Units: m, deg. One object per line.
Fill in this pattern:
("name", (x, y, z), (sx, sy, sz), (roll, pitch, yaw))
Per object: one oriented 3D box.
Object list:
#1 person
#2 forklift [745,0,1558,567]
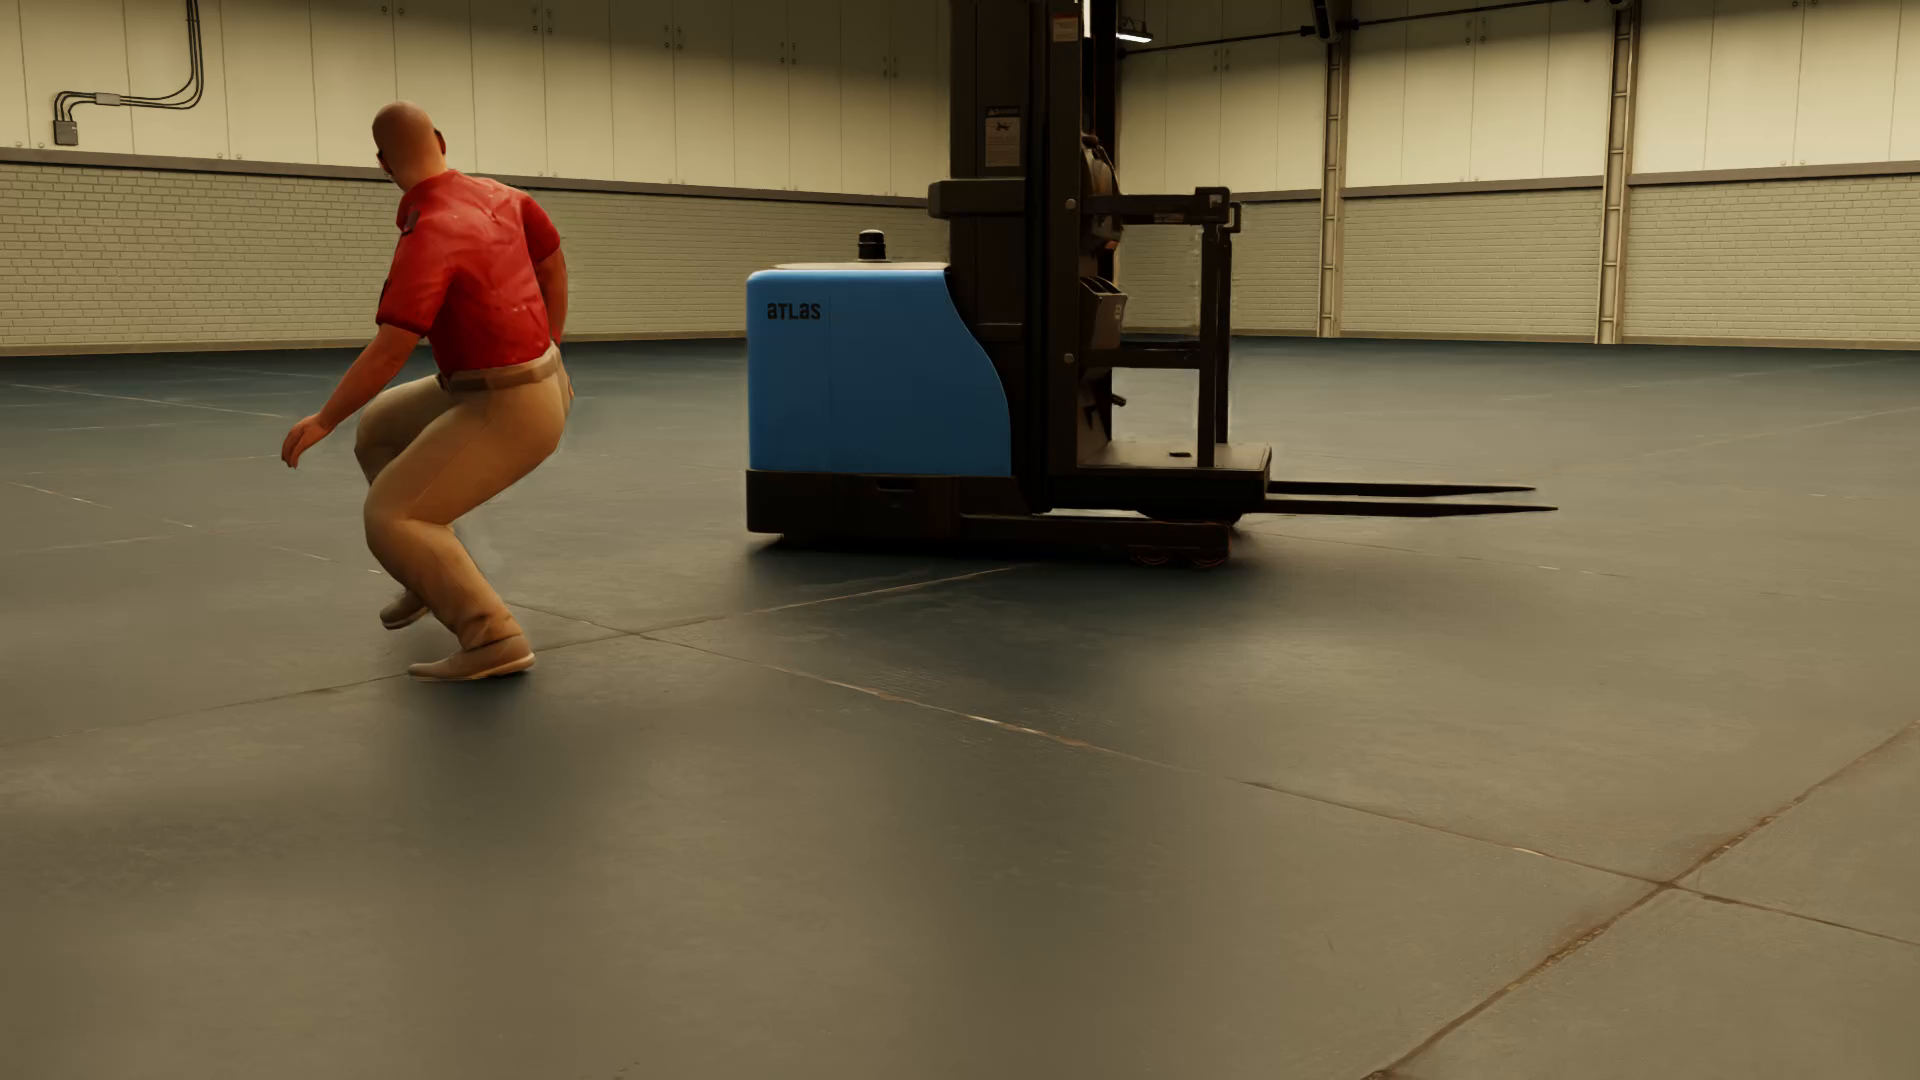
("person", (-1.419, -0.403, 4.511), (0.691, 1.507, 0.792), (-1, 9, -4))
("forklift", (0.736, -1.438, 6.423), (3.031, 2.935, 1.130), (2, 9, 12))
